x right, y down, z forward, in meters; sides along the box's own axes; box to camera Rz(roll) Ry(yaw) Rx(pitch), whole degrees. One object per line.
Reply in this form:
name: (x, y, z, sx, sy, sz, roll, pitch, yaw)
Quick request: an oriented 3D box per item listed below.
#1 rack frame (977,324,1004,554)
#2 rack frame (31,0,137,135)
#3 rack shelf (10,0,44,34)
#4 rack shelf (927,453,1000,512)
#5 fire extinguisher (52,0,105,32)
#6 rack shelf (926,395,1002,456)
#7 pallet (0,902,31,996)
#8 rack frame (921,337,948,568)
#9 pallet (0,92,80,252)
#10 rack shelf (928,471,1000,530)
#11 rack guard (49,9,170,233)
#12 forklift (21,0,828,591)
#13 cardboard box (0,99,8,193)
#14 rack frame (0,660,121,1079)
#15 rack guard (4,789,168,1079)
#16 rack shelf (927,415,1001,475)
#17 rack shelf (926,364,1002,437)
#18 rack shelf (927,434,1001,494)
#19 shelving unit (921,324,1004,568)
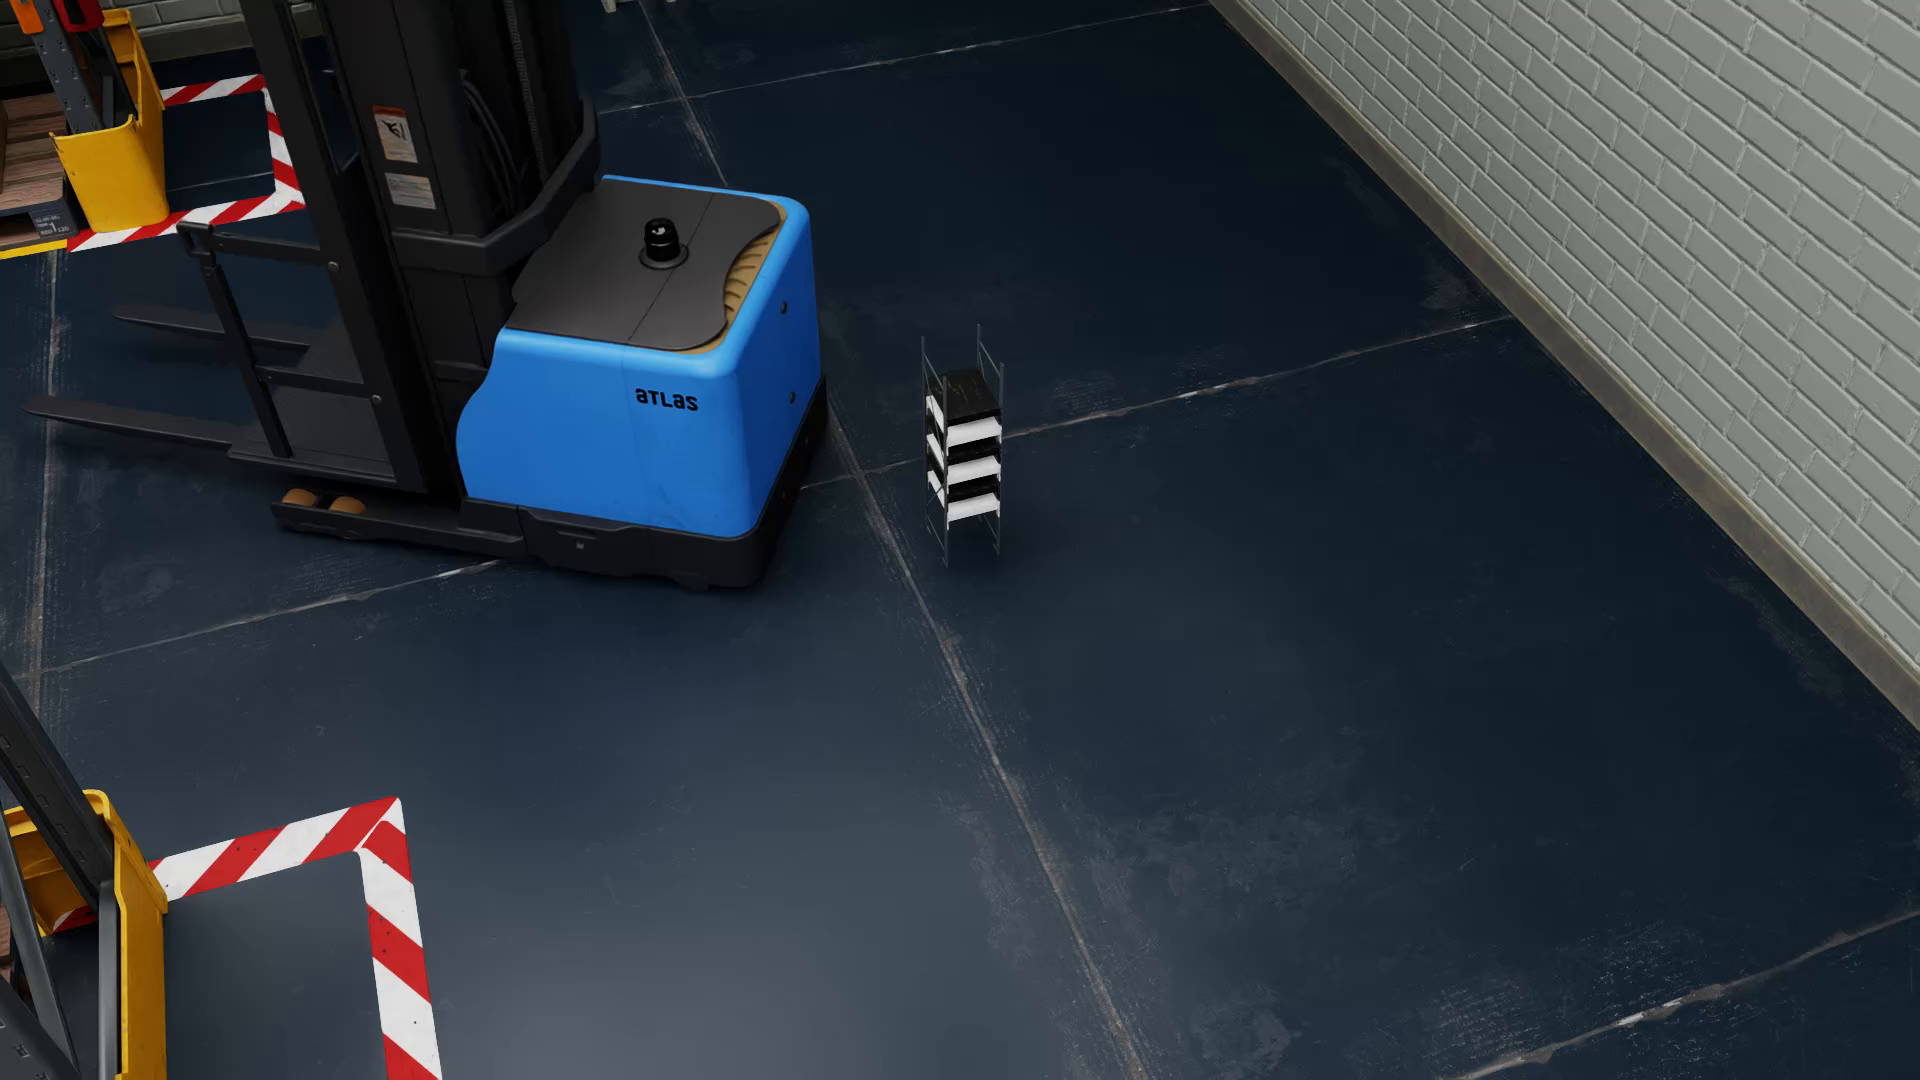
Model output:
rack frame: (0.103, -0.344, 5.958, 0.006, 0.900, 0.240, -14, 47, -14)
rack frame: (-4.054, -2.883, 7.005, 0.127, 3.000, 1.000, -14, 47, -14)
rack shelf: (-5.935, -2.148, 6.781, 4.000, 0.370, 1.077, -14, 47, -14)
rack shelf: (0.008, -0.233, 6.021, 0.200, 0.077, 0.258, -14, 47, -14)
fire extinguisher: (-3.756, -2.452, 6.894, 0.183, 0.674, 0.296, -14, 47, -14)
rack shelf: (0.008, -0.423, 5.829, 0.200, 0.077, 0.258, -14, 47, -14)
pallet: (-3.190, 1.612, 4.495, 1.213, 0.211, 1.003, -14, 47, -14)
rack frame: (-0.088, -0.295, 5.909, 0.006, 0.900, 0.240, -14, 47, -14)
pallet: (-4.780, -1.654, 7.749, 1.213, 0.211, 1.003, -14, 47, -14)
rack shelf: (0.008, -0.169, 6.084, 0.200, 0.077, 0.258, -14, 47, -14)
rack guard: (-4.032, -2.006, 7.896, 0.348, 0.500, 1.175, -14, 47, -14)
forklift: (-2.096, -1.391, 5.567, 3.031, 2.935, 1.130, 9, 46, 9)
cardboard box: (-4.679, -1.913, 7.508, 0.500, 0.500, 0.700, -14, 47, -14)
rack frame: (-2.369, 0.417, 3.717, 0.127, 3.000, 1.000, -14, 47, -14)
rack guard: (-2.440, 1.317, 4.584, 0.348, 0.500, 1.175, -14, 47, -14)
rack shelf: (0.008, -0.360, 5.893, 0.200, 0.077, 0.258, -14, 47, -14)
rack shelf: (0.008, -0.487, 5.766, 0.200, 0.077, 0.258, -14, 47, -14)
rack shelf: (0.008, -0.296, 5.957, 0.200, 0.077, 0.258, -14, 47, -14)
shelving unit: (0.008, -0.320, 5.933, 0.210, 0.900, 0.258, -14, 47, -14)
